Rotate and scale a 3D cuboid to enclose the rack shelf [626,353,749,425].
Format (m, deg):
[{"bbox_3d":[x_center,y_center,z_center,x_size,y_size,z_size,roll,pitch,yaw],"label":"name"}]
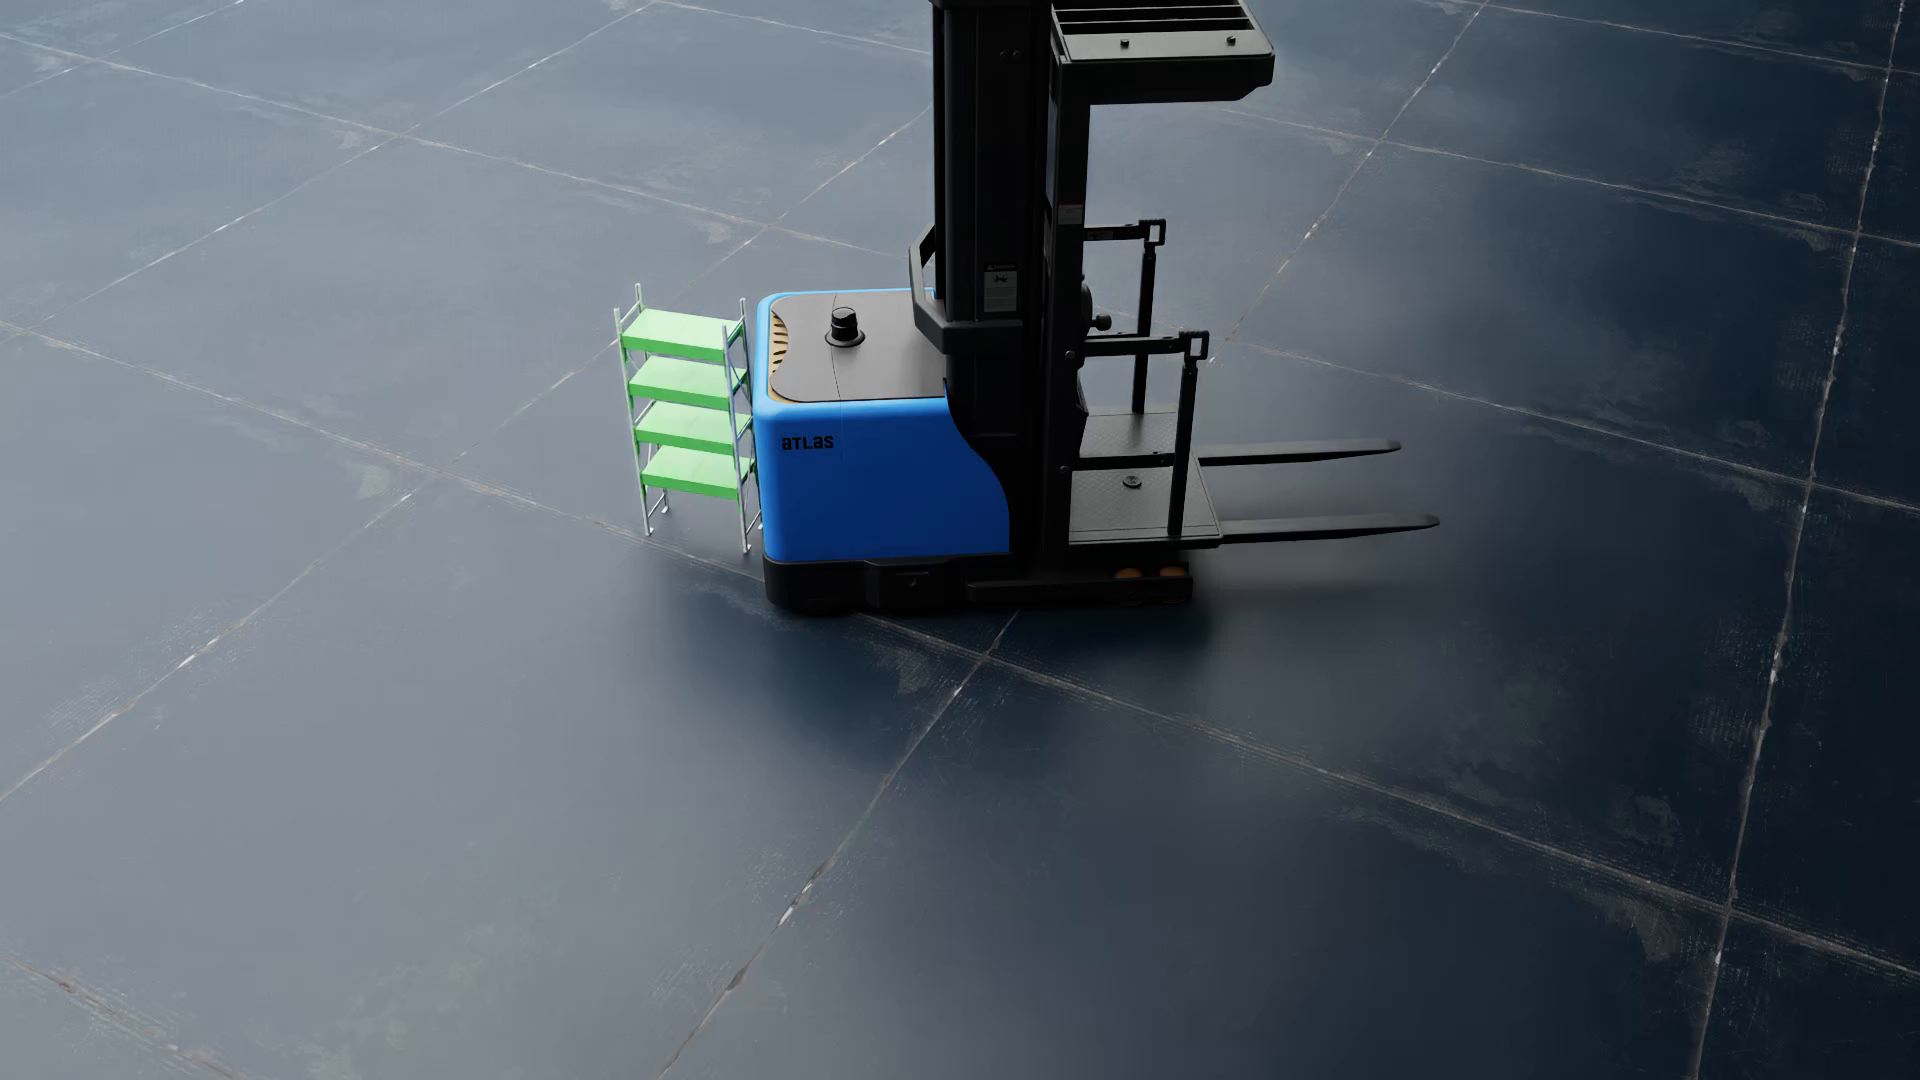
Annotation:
[{"bbox_3d":[-1.194,-0.668,7.347,0.480,0.148,0.258,9,38,12],"label":"rack shelf"}]

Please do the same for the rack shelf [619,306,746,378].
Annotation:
[{"bbox_3d":[-1.194,-0.859,7.202,0.480,0.148,0.258,9,38,12],"label":"rack shelf"}]

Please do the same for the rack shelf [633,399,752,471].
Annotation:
[{"bbox_3d":[-1.194,-0.477,7.492,0.480,0.148,0.258,9,38,12],"label":"rack shelf"}]

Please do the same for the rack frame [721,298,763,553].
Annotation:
[{"bbox_3d":[-0.959,-0.489,7.402,0.015,1.200,0.240,9,38,12],"label":"rack frame"}]

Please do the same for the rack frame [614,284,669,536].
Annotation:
[{"bbox_3d":[-1.430,-0.567,7.505,0.015,1.200,0.240,9,38,12],"label":"rack frame"}]

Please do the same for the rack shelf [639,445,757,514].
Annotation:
[{"bbox_3d":[-1.194,-0.286,7.637,0.480,0.148,0.258,9,38,12],"label":"rack shelf"}]

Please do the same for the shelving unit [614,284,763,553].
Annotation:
[{"bbox_3d":[-1.194,-0.528,7.453,0.503,1.200,0.258,9,38,12],"label":"shelving unit"}]

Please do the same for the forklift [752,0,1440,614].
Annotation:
[{"bbox_3d":[0.625,-1.196,6.901,3.031,2.935,1.130,-3,37,-3],"label":"forklift"}]
